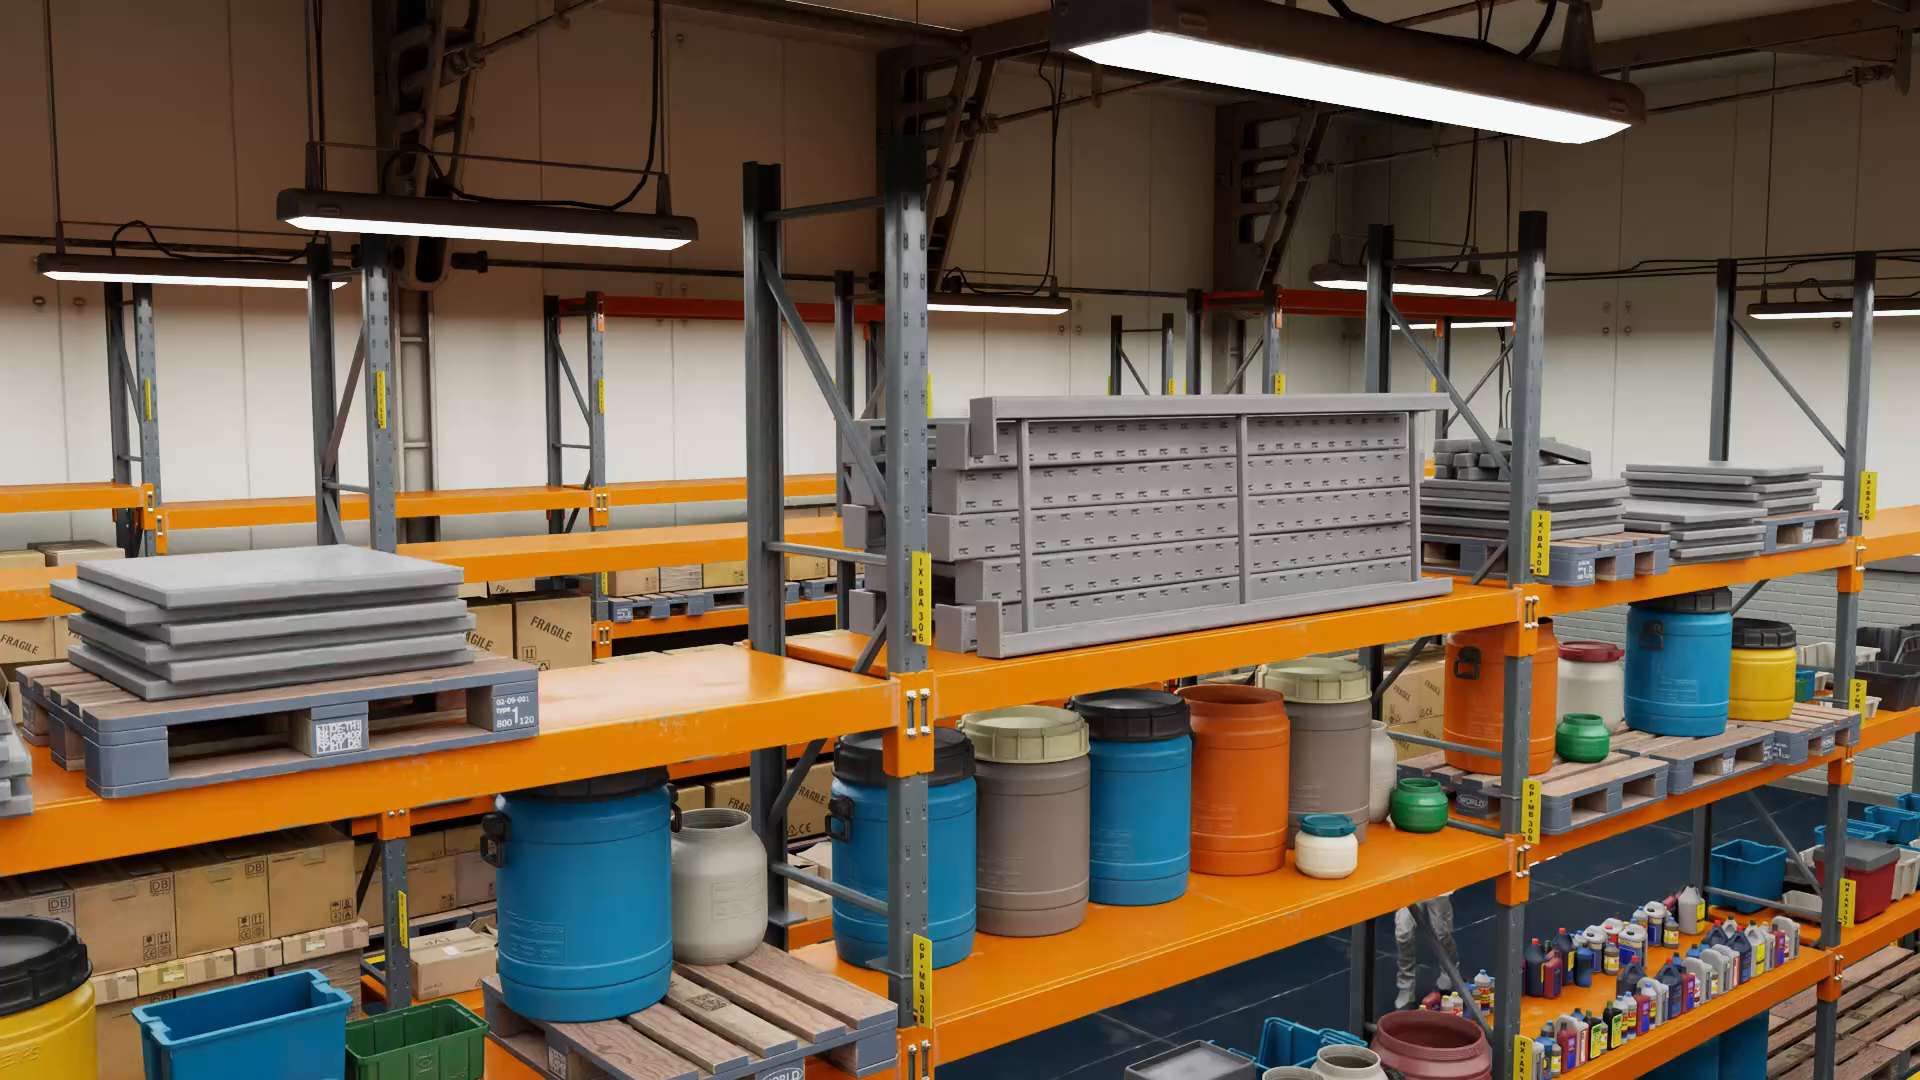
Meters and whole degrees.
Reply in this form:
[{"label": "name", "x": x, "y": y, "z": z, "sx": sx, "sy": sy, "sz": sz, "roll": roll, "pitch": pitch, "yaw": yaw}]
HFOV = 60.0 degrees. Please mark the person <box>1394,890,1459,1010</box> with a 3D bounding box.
[{"label": "person", "x": 3.879, "y": 2.953, "z": 13.788, "sx": 0.661, "sy": 1.847, "sz": 0.785, "roll": 4, "pitch": 7, "yaw": 38}]
